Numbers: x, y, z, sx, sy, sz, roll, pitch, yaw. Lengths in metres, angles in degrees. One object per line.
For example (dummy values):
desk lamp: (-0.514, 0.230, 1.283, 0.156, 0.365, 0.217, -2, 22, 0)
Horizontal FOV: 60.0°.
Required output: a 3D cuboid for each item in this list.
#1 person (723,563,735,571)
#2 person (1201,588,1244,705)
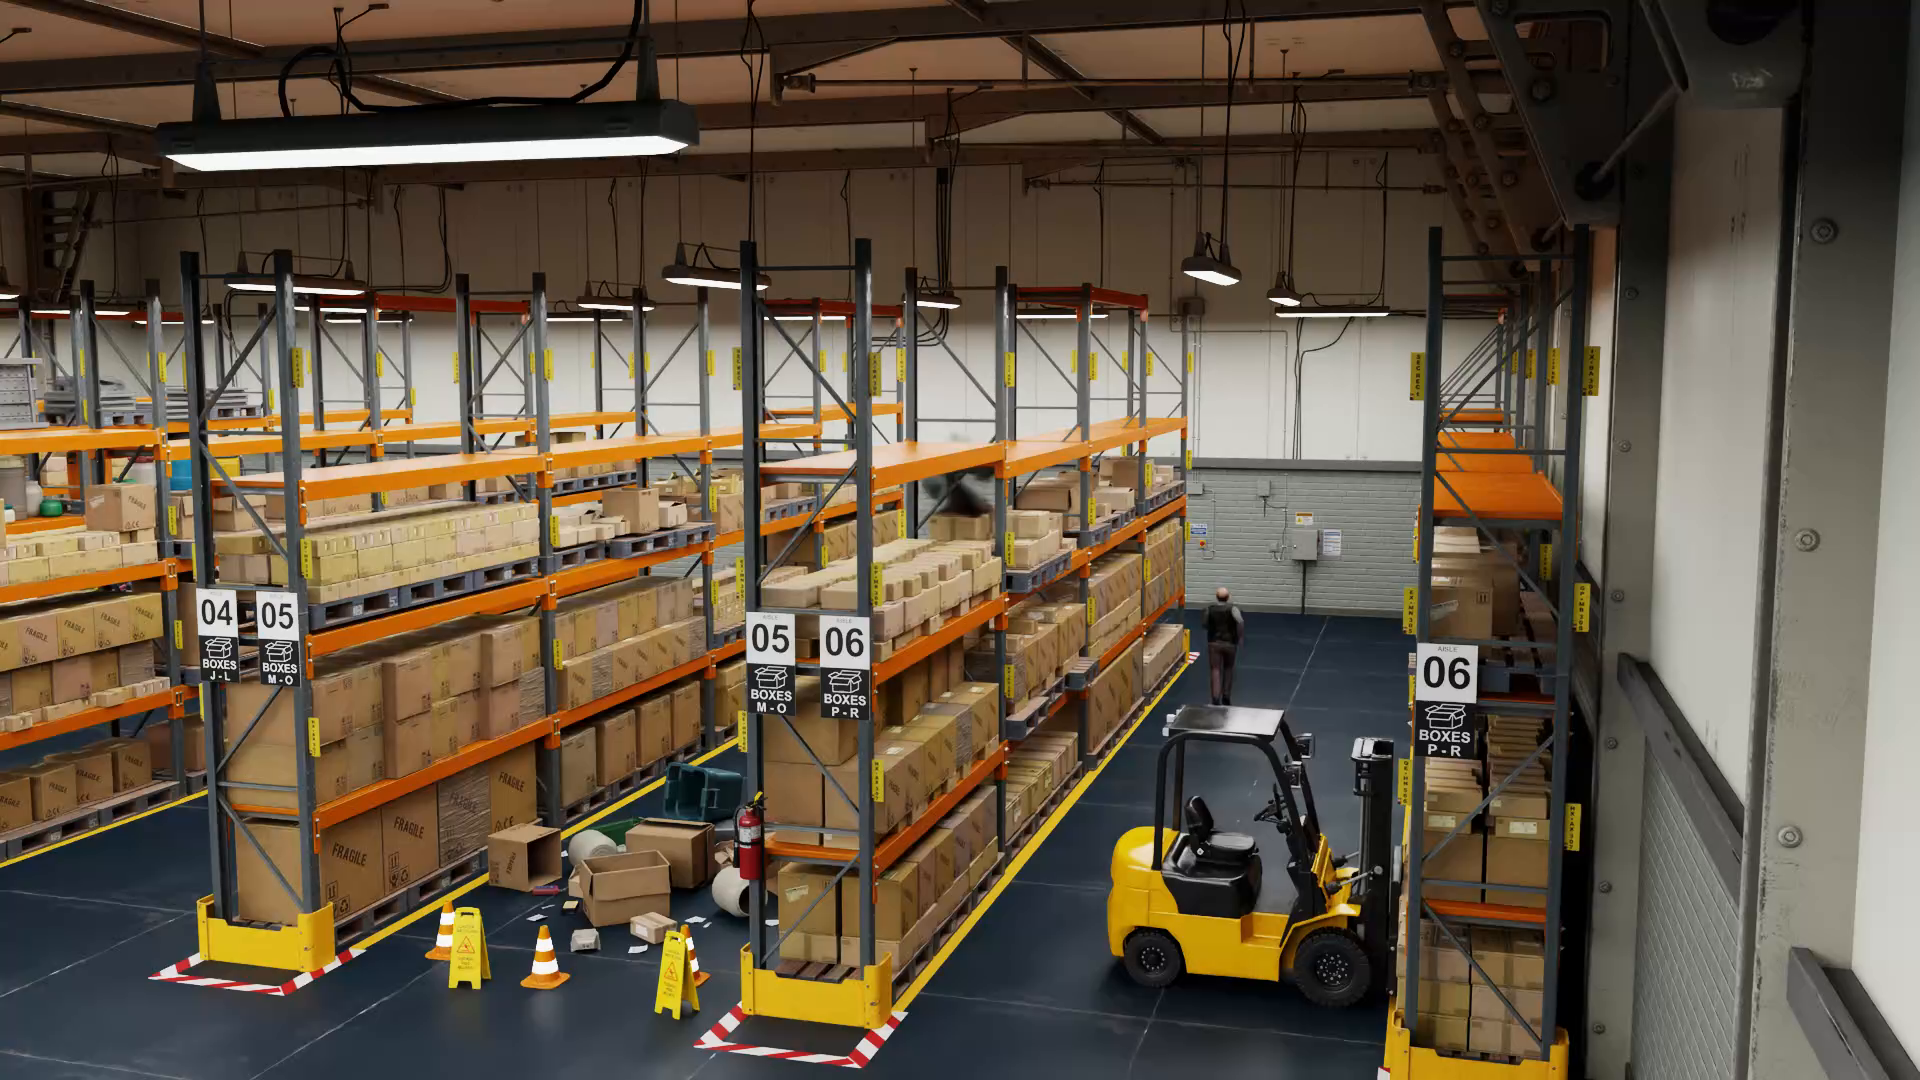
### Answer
person: (-3.779, 1.219, 27.919, 0.637, 1.691, 0.692, 3, 7, 27)
person: (3.829, 1.585, 24.299, 0.627, 1.773, 0.869, 1, 6, 9)
